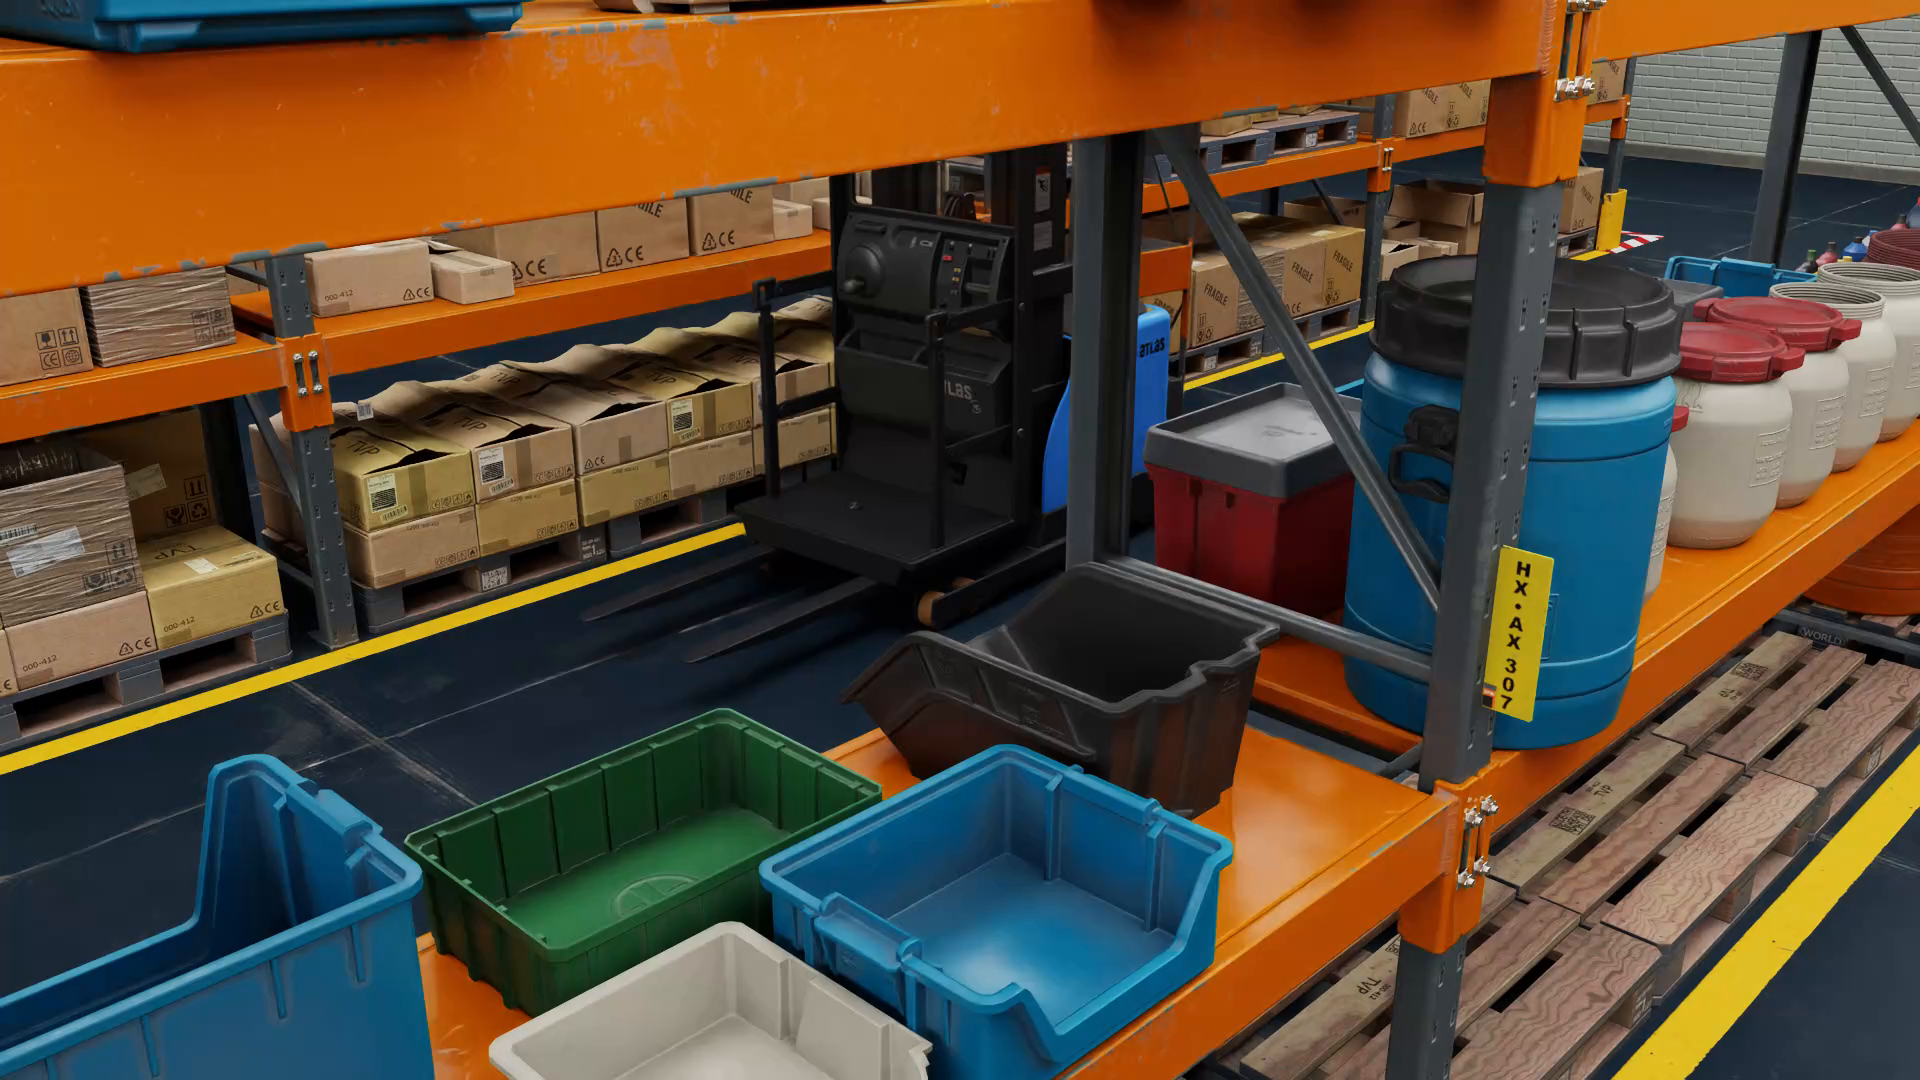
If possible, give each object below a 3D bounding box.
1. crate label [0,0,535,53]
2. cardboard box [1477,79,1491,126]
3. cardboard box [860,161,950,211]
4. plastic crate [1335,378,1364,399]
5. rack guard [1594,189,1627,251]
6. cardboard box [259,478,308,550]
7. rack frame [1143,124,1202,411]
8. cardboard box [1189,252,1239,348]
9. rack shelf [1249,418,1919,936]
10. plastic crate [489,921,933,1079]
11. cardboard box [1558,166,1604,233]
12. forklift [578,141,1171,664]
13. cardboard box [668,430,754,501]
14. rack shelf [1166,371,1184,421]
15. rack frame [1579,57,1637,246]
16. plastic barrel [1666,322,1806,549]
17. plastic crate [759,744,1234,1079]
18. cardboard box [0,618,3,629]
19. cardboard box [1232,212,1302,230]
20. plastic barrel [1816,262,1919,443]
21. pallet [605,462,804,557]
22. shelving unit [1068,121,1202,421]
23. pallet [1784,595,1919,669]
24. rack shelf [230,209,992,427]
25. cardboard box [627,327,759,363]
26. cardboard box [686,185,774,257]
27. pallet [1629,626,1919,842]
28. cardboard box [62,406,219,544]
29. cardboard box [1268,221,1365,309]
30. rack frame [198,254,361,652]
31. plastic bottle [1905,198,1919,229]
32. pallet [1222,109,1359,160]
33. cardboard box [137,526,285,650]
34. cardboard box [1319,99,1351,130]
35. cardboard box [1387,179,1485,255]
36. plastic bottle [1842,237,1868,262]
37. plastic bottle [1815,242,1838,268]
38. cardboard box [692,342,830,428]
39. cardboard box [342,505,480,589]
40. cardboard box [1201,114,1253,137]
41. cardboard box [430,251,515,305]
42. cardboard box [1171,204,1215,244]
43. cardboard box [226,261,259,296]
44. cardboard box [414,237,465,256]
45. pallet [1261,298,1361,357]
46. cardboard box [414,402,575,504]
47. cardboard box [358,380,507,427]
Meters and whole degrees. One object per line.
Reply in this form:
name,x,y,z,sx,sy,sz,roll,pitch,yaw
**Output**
crate label,-0.611,-0.539,1.322,0.502,0.251,0.408,19,28,41
cardboard box,3.928,-3.505,12.873,0.500,0.500,0.500,19,28,40
cardboard box,-0.404,-1.983,9.176,0.500,0.311,0.500,-18,27,-39
plastic crate,1.183,-0.192,4.415,0.392,0.384,0.575,19,28,41
rack guard,5.409,-2.977,15.123,1.175,0.500,0.348,19,28,41
cardboard box,-2.828,-0.170,7.584,0.500,0.250,0.500,19,28,40
rack frame,1.049,-1.362,8.687,0.015,2.100,0.400,-16,27,-39
cardboard box,1.478,-1.590,10.901,0.500,0.500,0.500,18,27,39
rack shelf,2.032,-0.016,4.939,1.077,0.370,4.000,19,28,41
plastic crate,-0.314,0.766,2.268,0.530,0.136,0.437,19,28,41
cardboard box,5.259,-3.000,14.571,0.500,0.500,0.500,19,28,41
forklift,-0.304,-1.190,7.084,1.130,2.935,3.031,17,27,37
cardboard box,-1.378,-0.428,8.255,0.500,0.250,0.500,-20,28,-41
rack shelf,0.855,-0.639,8.783,0.480,0.518,0.431,-16,27,-39
rack frame,5.462,-4.163,14.725,1.000,3.000,0.127,19,28,41
plastic barrel,1.973,-0.281,4.435,0.433,0.535,0.433,0,21,0
plastic crate,0.059,0.584,2.582,0.499,0.251,0.616,19,28,41
cardboard box,-3.780,0.088,5.867,0.500,0.500,0.500,19,28,41
cardboard box,2.159,-2.110,12.255,0.500,0.500,0.500,18,27,38
plastic barrel,2.863,-0.600,5.300,0.421,0.512,0.421,0,21,0
pallet,-1.572,-0.291,8.538,1.003,0.211,1.213,19,28,41
shelving unit,0.867,-1.308,8.534,0.503,2.100,0.431,-16,27,-39
pallet,3.947,0.222,7.202,1.003,0.211,1.213,19,28,41
rack shelf,-1.514,-1.257,8.167,1.077,0.370,4.000,19,28,41
cardboard box,-1.413,-0.952,8.837,0.500,0.311,0.500,18,28,39
cardboard box,-1.278,-1.718,8.224,0.500,0.500,0.500,17,27,38
pallet,2.859,0.625,6.155,1.003,0.211,1.213,19,28,41
cardboard box,-3.457,-0.300,6.877,0.500,0.500,0.500,19,28,41
cardboard box,2.532,-1.975,11.903,0.500,0.500,0.500,19,28,40
rack frame,-2.910,-1.079,6.700,1.000,3.000,0.127,19,28,41
plastic bottle,4.342,-1.378,7.548,0.144,0.351,0.185,19,28,41
pallet,2.036,-2.867,11.621,1.003,0.211,1.213,19,28,41
cardboard box,-3.077,0.183,6.666,0.500,0.250,0.500,19,28,41
cardboard box,2.836,-3.374,12.534,0.500,0.500,0.500,-20,28,-41
cardboard box,3.978,-2.659,13.679,0.797,0.503,0.637,19,28,41
plastic bottle,3.794,-1.151,7.068,0.097,0.271,0.097,0,21,0
plastic bottle,3.565,-1.082,6.871,0.061,0.283,0.133,19,28,41
cardboard box,-1.020,-0.821,8.494,0.500,0.311,0.500,19,28,40
cardboard box,-2.451,-0.033,7.226,0.500,0.250,0.500,18,28,39
cardboard box,1.483,-2.908,10.735,0.700,0.500,0.500,12,24,27
cardboard box,-2.145,-1.138,7.205,0.380,0.149,0.250,19,28,41
cardboard box,1.462,-2.203,11.452,0.500,0.250,0.500,19,28,41
cardboard box,-5.250,-1.816,11.489,0.700,0.500,0.500,20,28,41
cardboard box,-2.428,-1.288,7.432,0.396,0.266,0.258,18,28,39
pallet,2.131,-1.615,11.982,1.003,0.211,1.213,19,28,41
cardboard box,-2.090,-0.424,7.463,0.500,0.311,0.500,19,28,40
cardboard box,-2.474,-0.564,7.827,0.500,0.311,0.500,-19,28,-41
